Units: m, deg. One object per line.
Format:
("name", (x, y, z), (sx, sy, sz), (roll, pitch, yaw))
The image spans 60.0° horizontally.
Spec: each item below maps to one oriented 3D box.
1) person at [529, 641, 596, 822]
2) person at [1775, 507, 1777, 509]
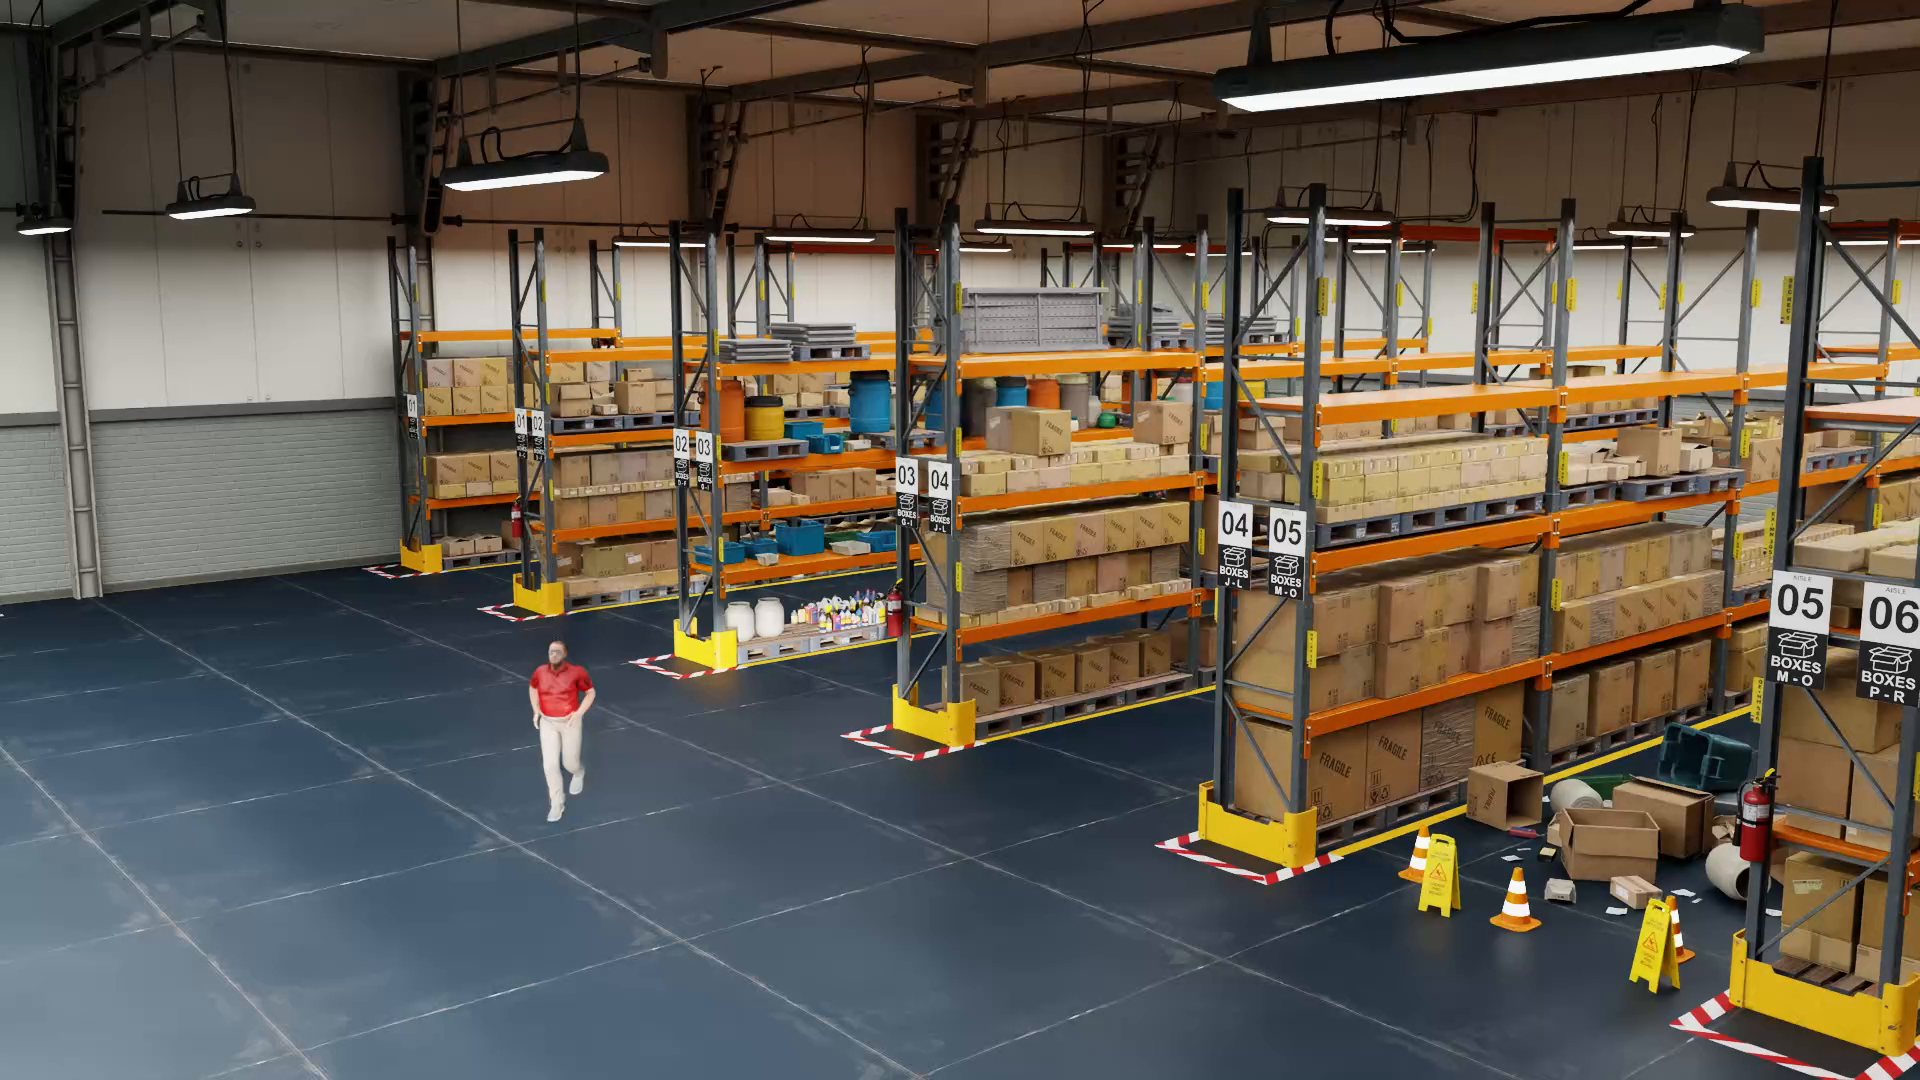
("person", (-3.926, 1.830, 16.422), (0.675, 1.728, 0.868), (0, 9, -3))
("person", (12.673, 0.334, 25.800), (0.959, 1.784, 0.707), (-8, 12, -43))
